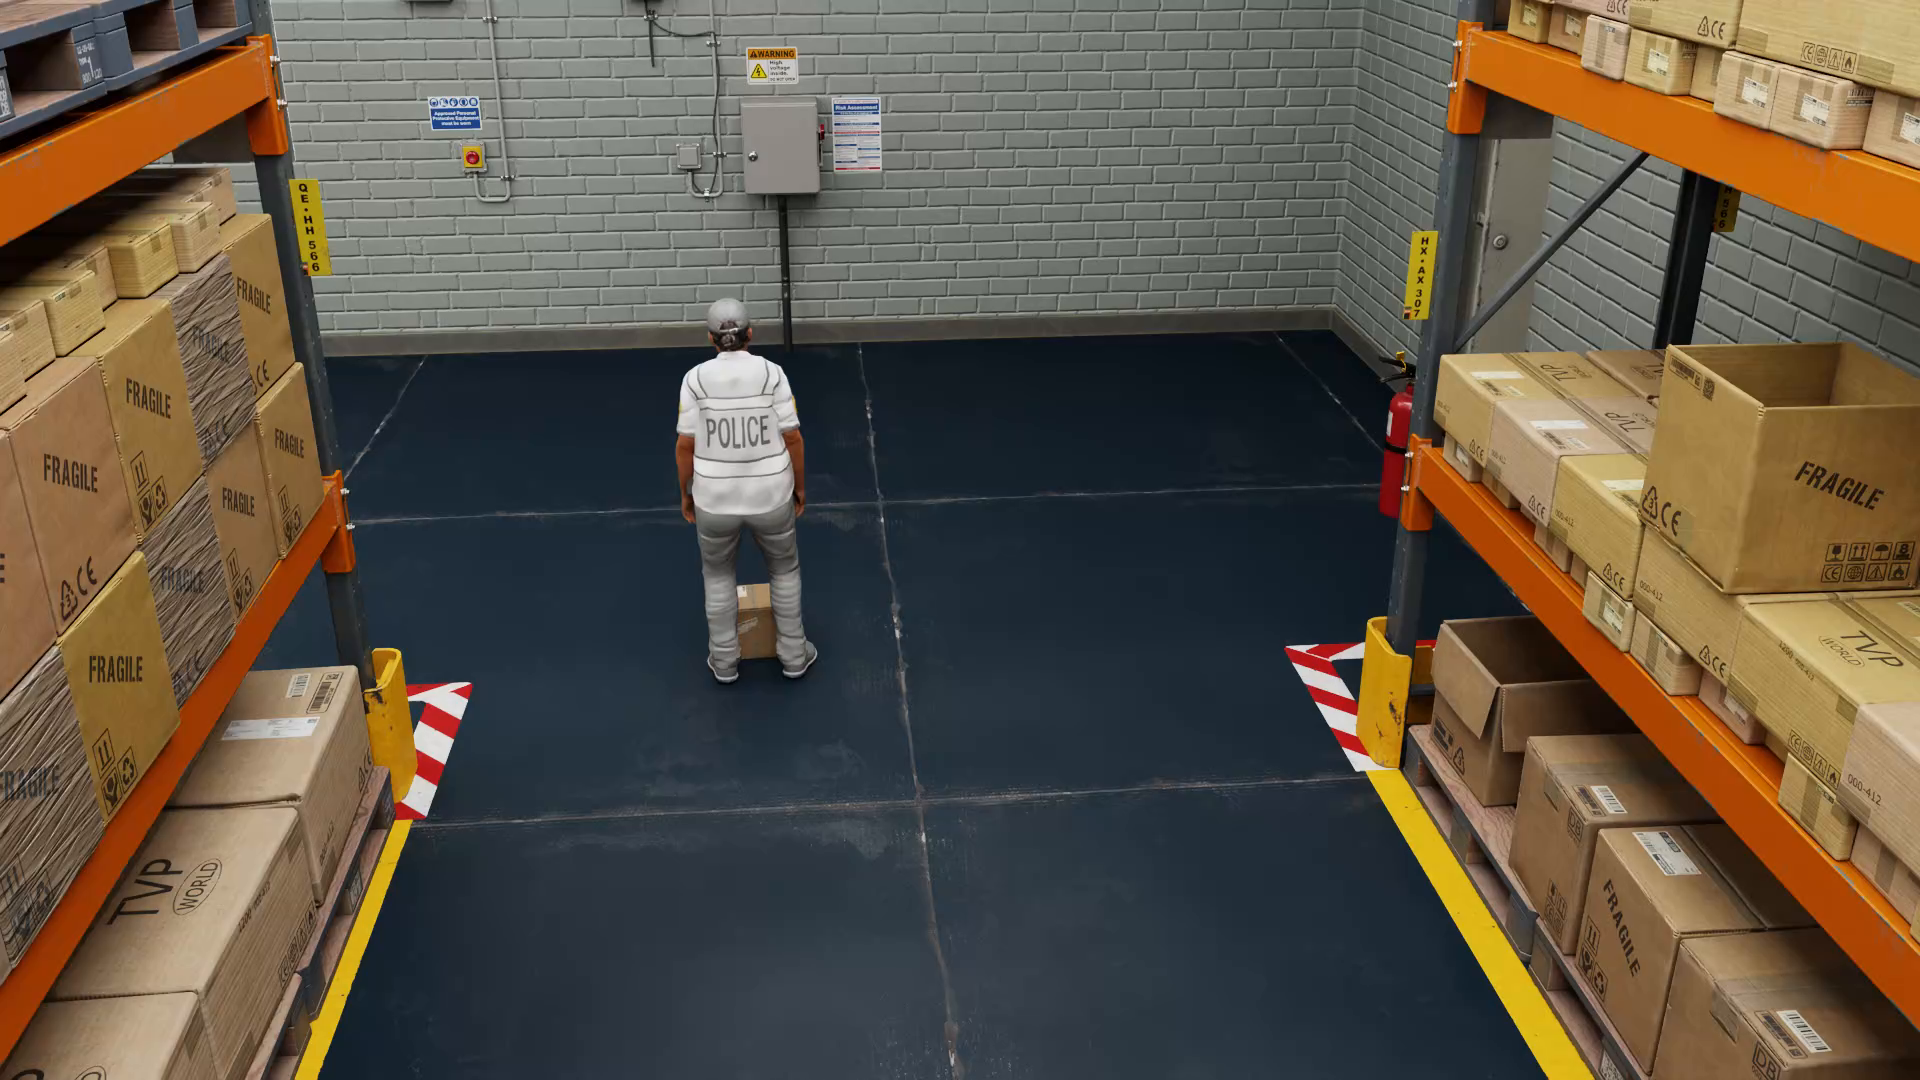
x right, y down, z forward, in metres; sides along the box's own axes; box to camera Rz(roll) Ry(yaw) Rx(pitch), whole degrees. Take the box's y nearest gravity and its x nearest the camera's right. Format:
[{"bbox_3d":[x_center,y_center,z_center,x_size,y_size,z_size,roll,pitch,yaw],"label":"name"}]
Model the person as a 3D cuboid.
[{"bbox_3d":[-0.906,-0.194,7.031,0.552,1.666,0.472,-3,24,-6],"label":"person"}]
